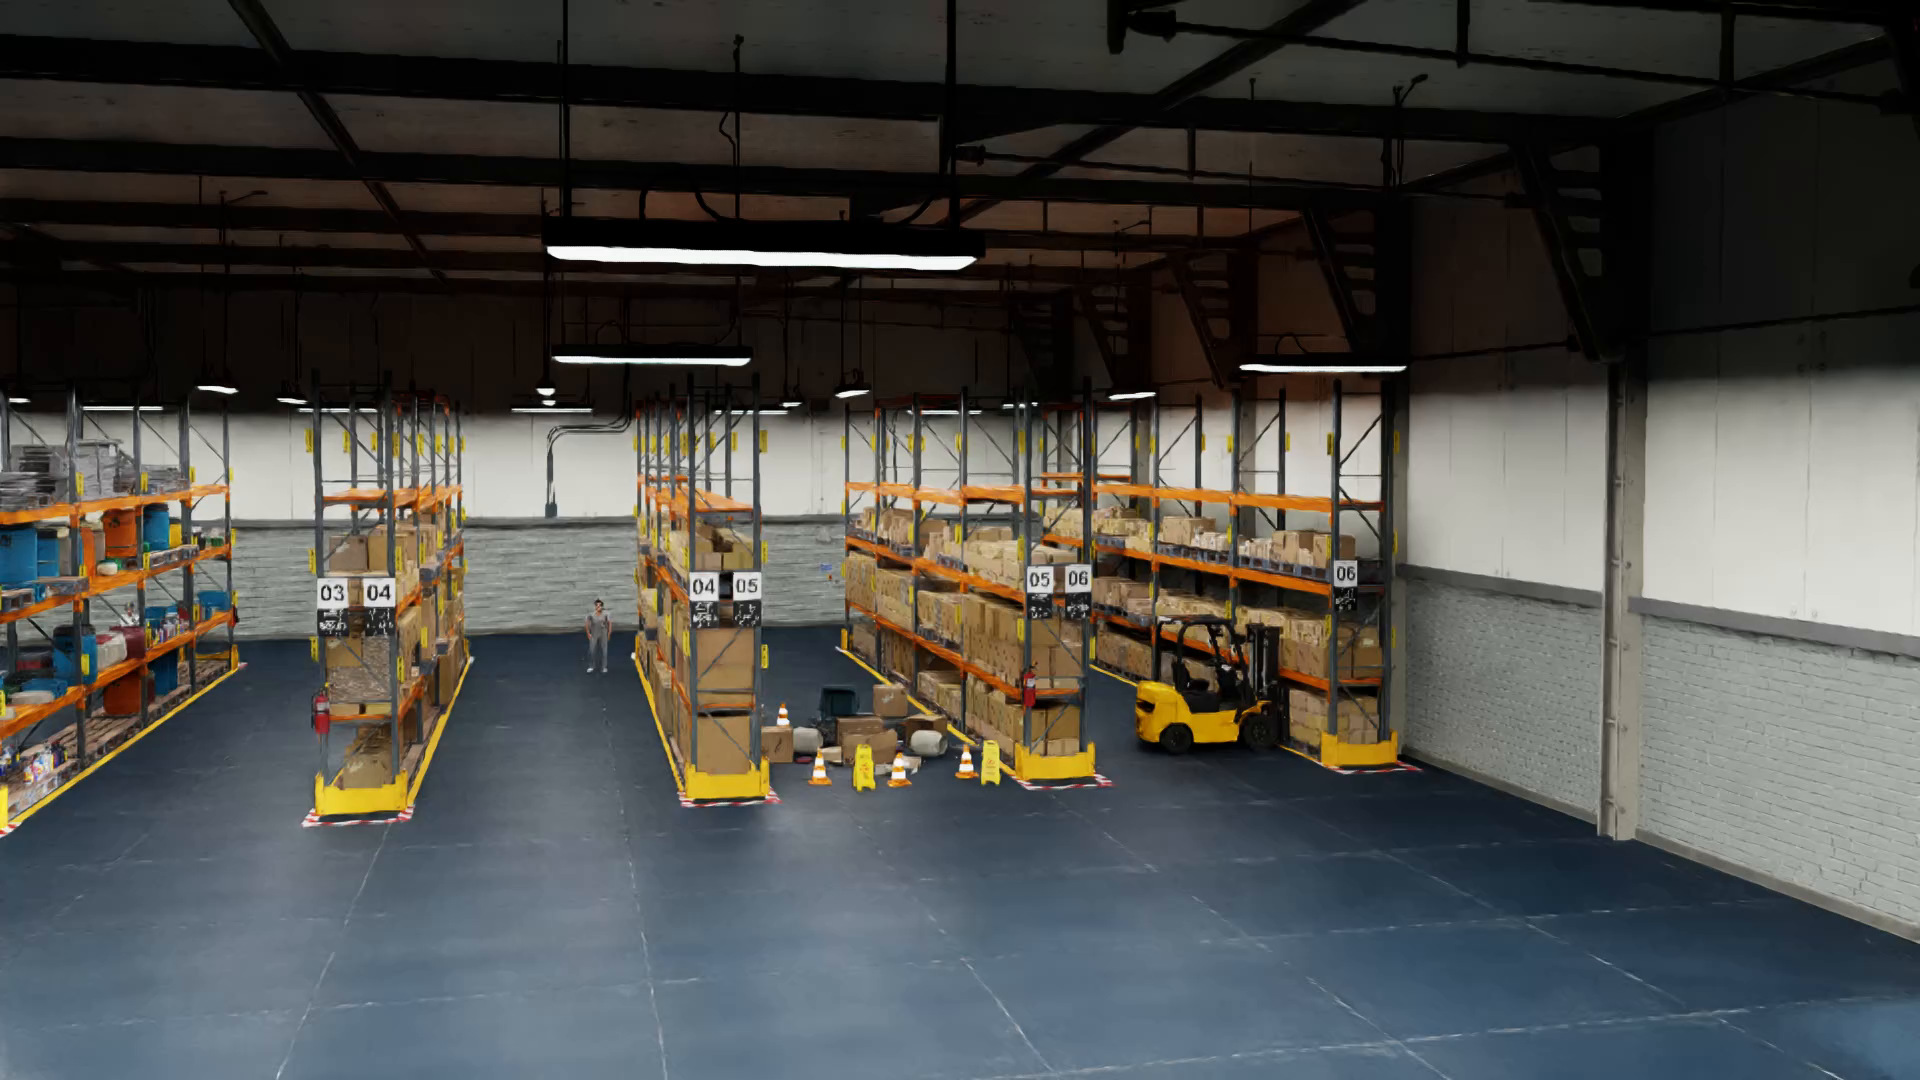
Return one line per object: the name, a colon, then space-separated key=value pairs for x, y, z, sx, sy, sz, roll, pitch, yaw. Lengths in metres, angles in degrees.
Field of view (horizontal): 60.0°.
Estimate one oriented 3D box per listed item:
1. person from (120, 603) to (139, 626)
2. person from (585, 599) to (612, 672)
person: x=-17.789 y=2.122 z=35.694 sx=0.489 sy=1.588 sz=1.075 roll=-1 pitch=3 yaw=-15
person: x=-7.927 y=2.095 z=36.468 sx=0.580 sy=1.619 sz=0.507 roll=-1 pitch=3 yaw=-13
